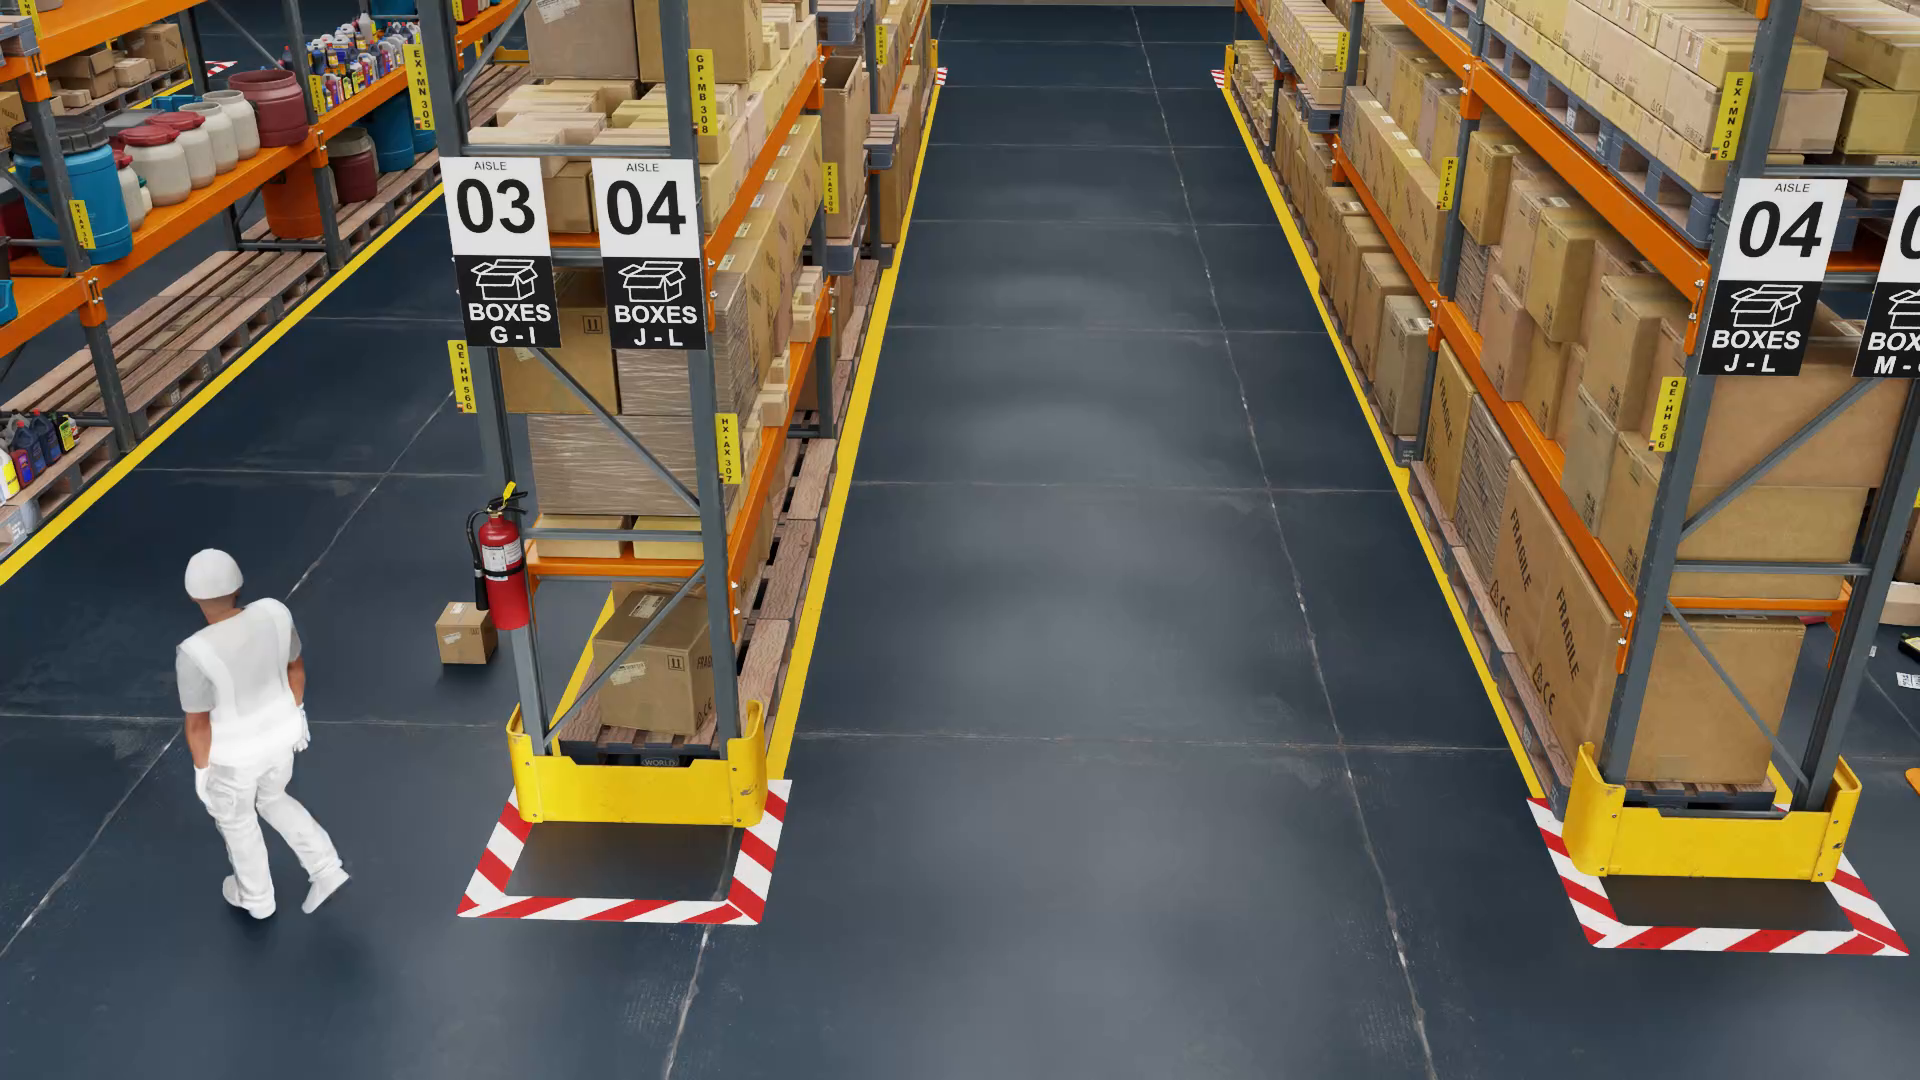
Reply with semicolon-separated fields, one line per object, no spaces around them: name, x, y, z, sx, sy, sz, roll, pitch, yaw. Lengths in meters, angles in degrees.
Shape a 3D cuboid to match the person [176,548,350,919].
person;-2.976;0.836;6.967;0.645;1.777;0.574;14;31;25
